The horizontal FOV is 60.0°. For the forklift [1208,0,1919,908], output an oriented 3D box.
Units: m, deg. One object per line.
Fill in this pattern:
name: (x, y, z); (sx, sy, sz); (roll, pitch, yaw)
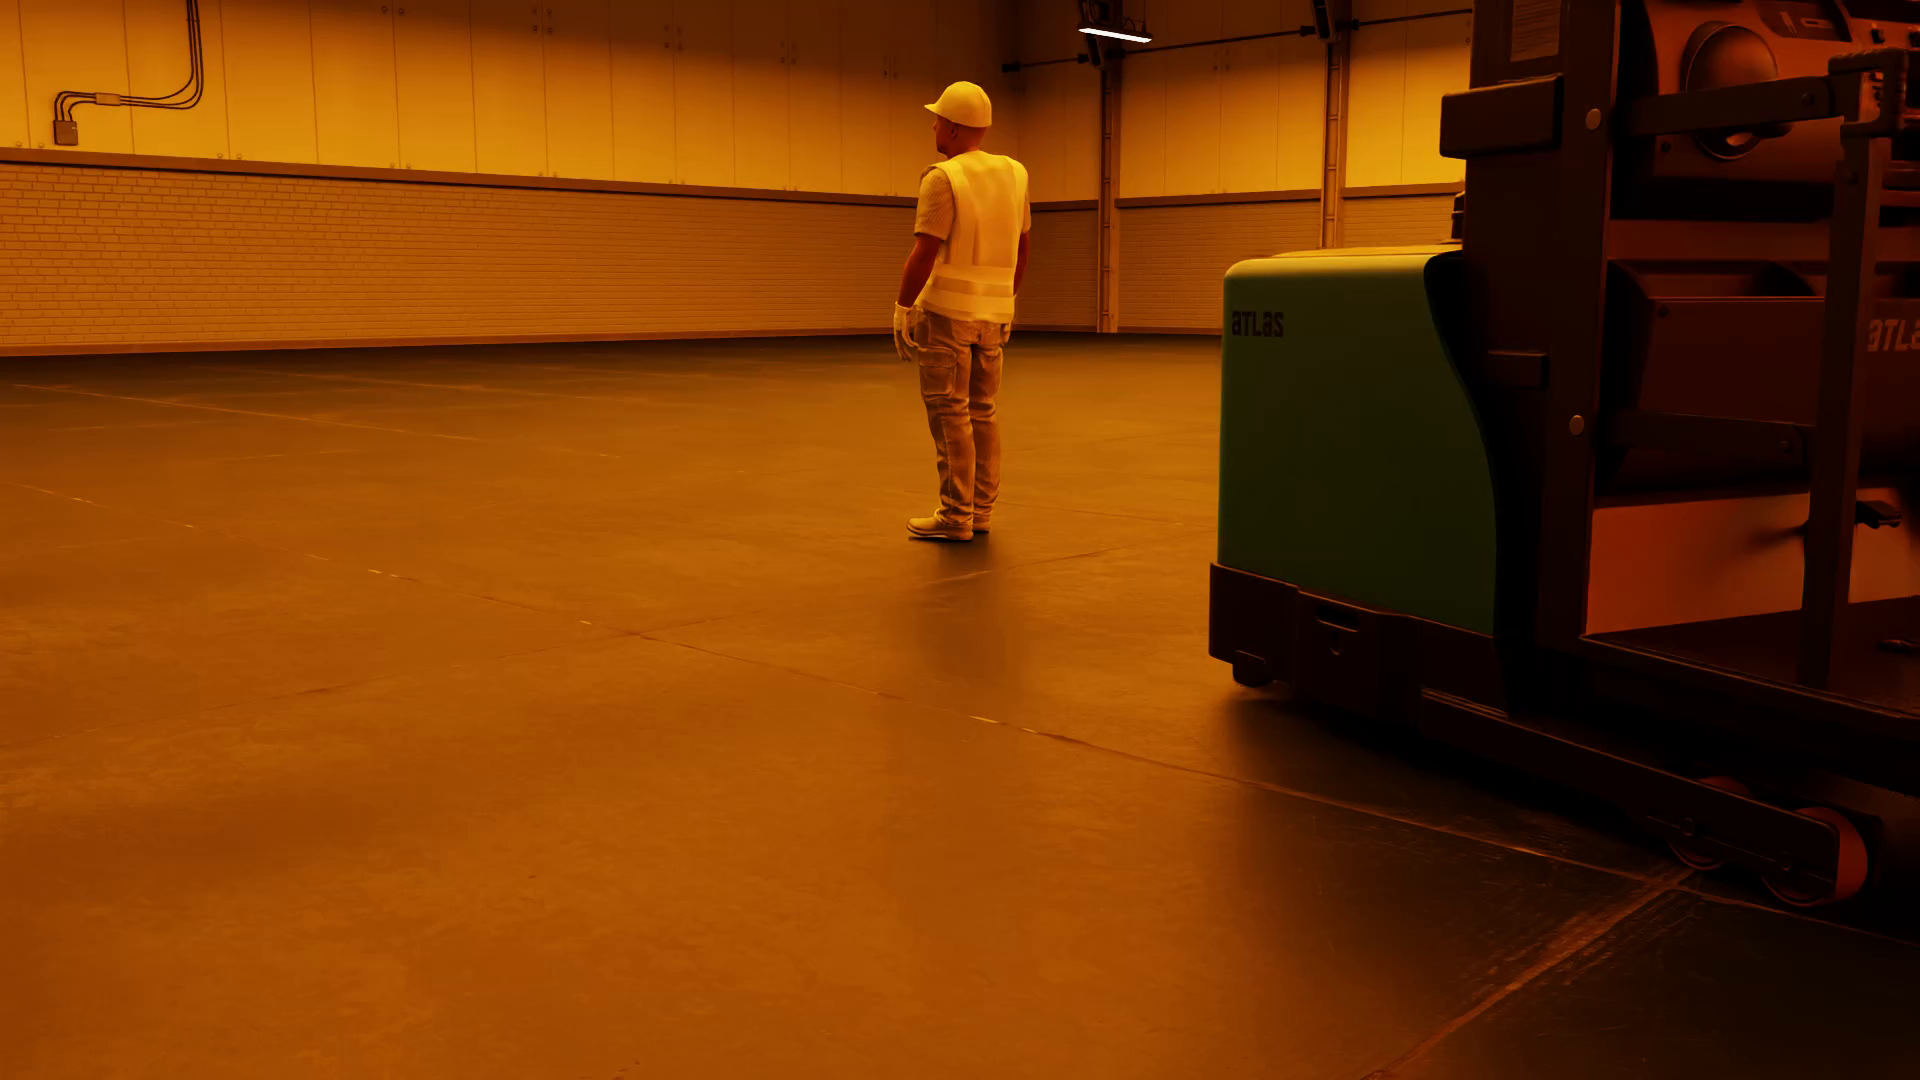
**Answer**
forklift: (1.729, -0.921, 2.989); (1.130, 2.935, 3.031); (-4, 9, -25)

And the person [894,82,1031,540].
person: (-0.046, -0.897, 6.639); (0.575, 1.785, 0.657); (8, 12, 43)
